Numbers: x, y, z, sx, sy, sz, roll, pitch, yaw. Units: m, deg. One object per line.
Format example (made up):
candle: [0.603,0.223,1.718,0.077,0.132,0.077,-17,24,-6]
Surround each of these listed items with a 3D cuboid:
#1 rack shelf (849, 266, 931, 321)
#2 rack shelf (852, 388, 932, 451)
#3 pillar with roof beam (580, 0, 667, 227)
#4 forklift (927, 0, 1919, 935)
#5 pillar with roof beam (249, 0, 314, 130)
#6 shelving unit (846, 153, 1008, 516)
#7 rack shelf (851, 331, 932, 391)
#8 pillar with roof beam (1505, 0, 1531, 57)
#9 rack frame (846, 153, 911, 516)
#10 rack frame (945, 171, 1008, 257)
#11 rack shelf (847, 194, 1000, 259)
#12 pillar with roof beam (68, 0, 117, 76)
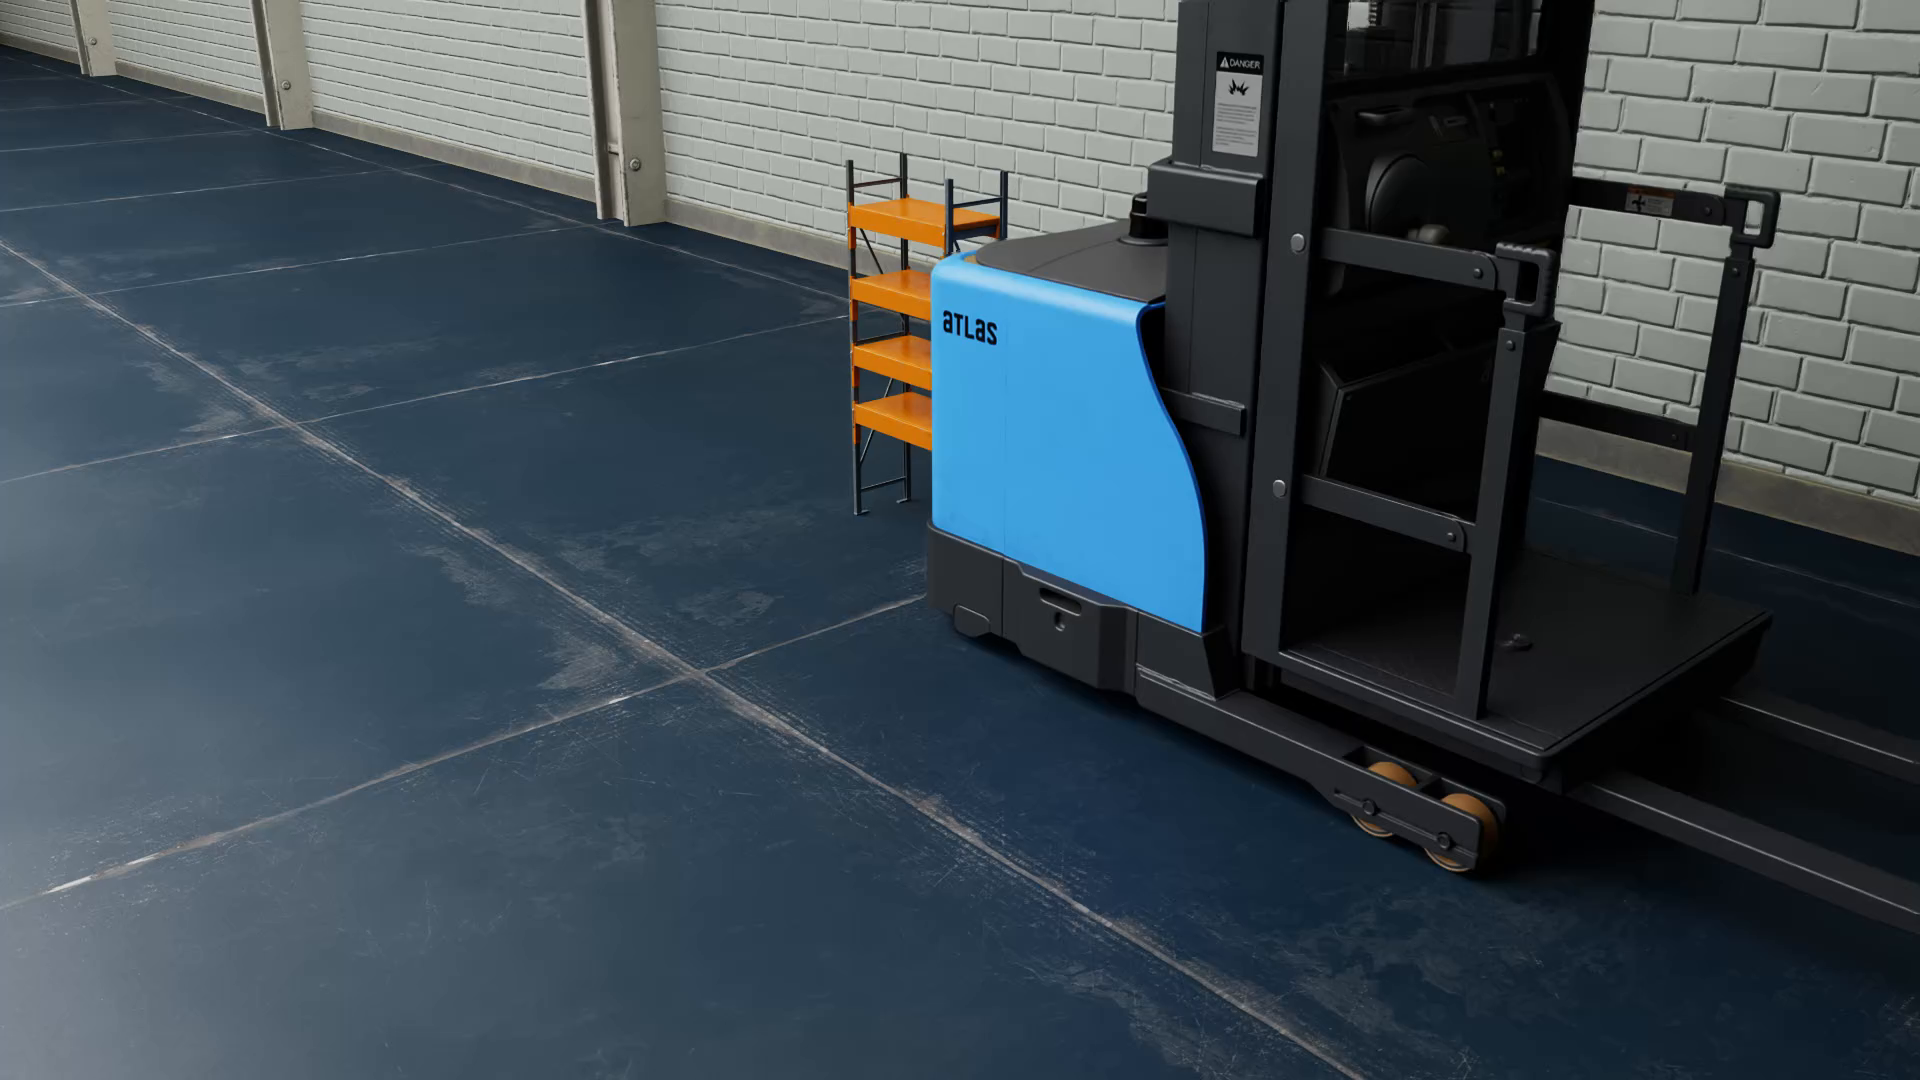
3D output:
rack shelf: [-0.108,-0.750,5.325,0.258,0.148,0.480,-17,27,-37]
rack shelf: [-0.108,-0.357,5.479,0.258,0.148,0.480,-17,27,-37]
pillar with roof beam: [-5.383,-5.248,6.545,9.100,9.000,0.400,-17,27,-37]
forklift: [1.270,-0.851,3.637,1.130,2.935,3.031,-18,28,-39]
pillar with roof beam: [-9.300,-6.906,10.777,9.100,9.000,0.400,-17,27,-37]
shelving unit: [-0.108,-0.604,5.382,0.258,1.200,0.503,-17,27,-37]
rack shelf: [-0.108,-0.542,5.406,0.258,0.148,0.480,-17,27,-37]
pillar with roof beam: [-1.467,-3.591,2.312,9.100,9.000,0.400,-17,27,-37]
rack frame: [-0.267,-0.672,5.554,0.240,1.200,0.015,-17,27,-37]
rack frame: [0.051,-0.537,5.210,0.240,1.200,0.015,-17,27,-37]
rack shelf: [-0.108,-0.970,5.239,0.258,0.148,0.480,-17,27,-37]
pillar with roof beam: [-13.216,-8.564,15.009,9.100,9.000,0.400,-17,27,-37]
